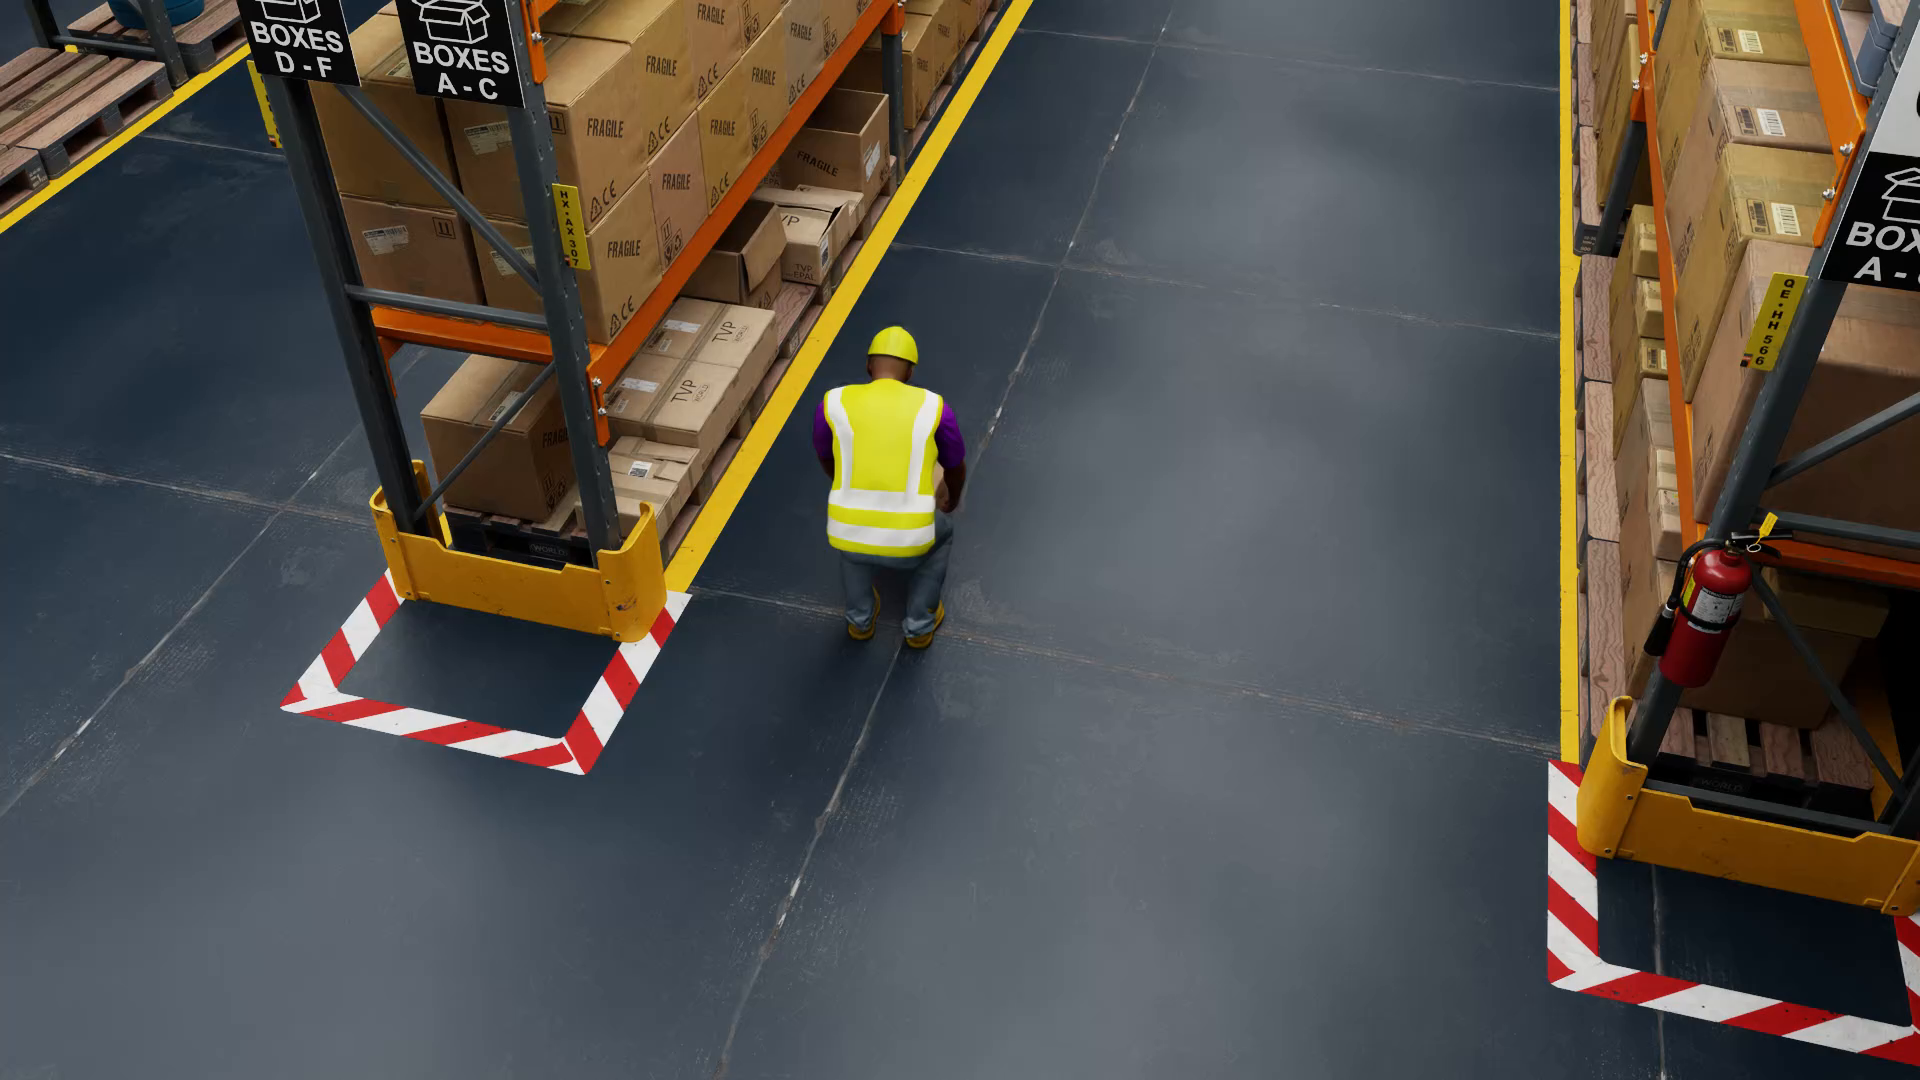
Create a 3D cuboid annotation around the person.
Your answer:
[{"bbox_3d":[-0.312,-0.174,6.751,0.623,1.233,0.832,7,41,8],"label":"person"}]
